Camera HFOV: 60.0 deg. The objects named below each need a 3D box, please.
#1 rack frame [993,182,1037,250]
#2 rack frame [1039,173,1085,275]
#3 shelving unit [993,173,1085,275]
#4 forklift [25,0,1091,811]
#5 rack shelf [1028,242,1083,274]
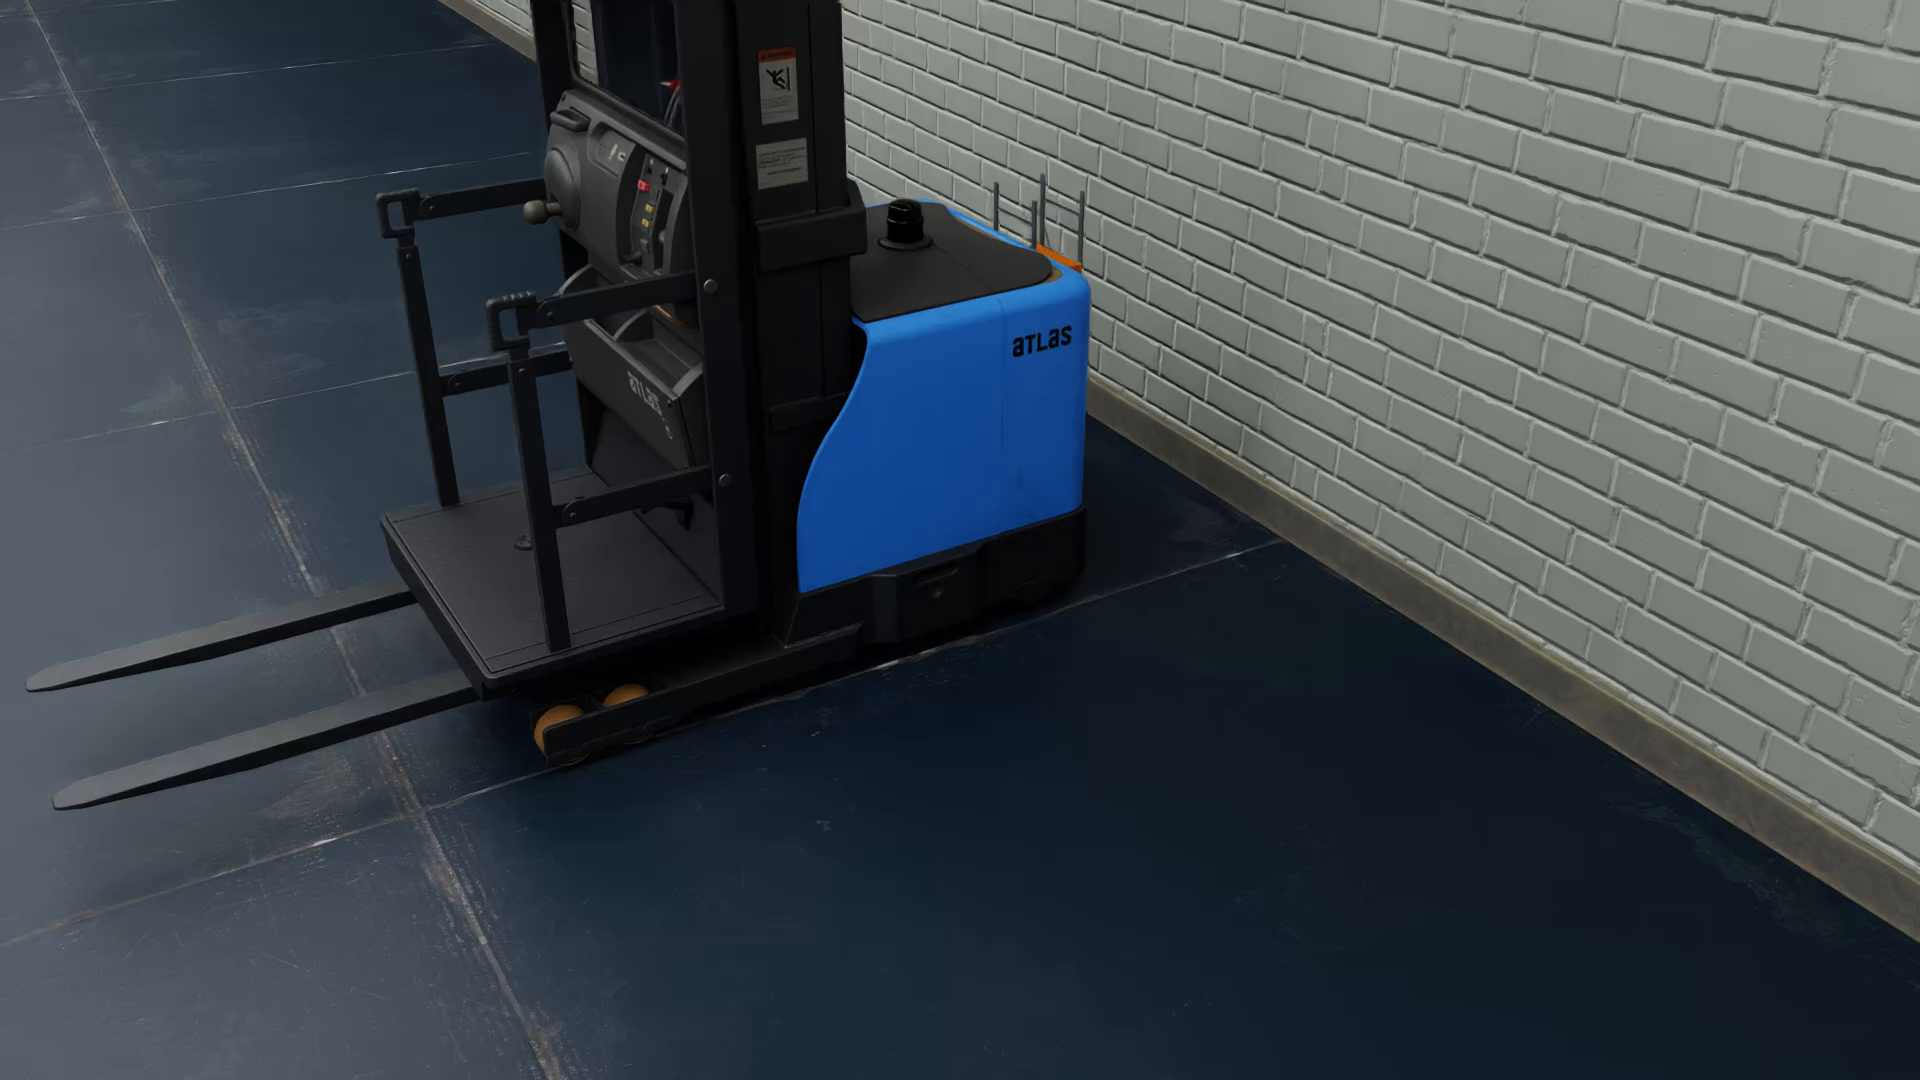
[{"bbox_3d":[0.175,-0.579,5.558,0.006,1.200,0.240,-17,33,-28],"label":"rack frame"},{"bbox_3d":[0.330,-0.626,5.642,0.006,1.200,0.240,-17,33,-28],"label":"rack frame"},{"bbox_3d":[0.253,-0.603,5.600,0.189,1.200,0.258,-17,33,-28],"label":"shelving unit"},{"bbox_3d":[-1.116,-0.948,4.435,3.031,2.935,1.130,-17,33,-28],"label":"forklift"},{"bbox_3d":[0.253,-0.879,5.447,0.180,0.103,0.258,-17,33,-28],"label":"rack shelf"}]
